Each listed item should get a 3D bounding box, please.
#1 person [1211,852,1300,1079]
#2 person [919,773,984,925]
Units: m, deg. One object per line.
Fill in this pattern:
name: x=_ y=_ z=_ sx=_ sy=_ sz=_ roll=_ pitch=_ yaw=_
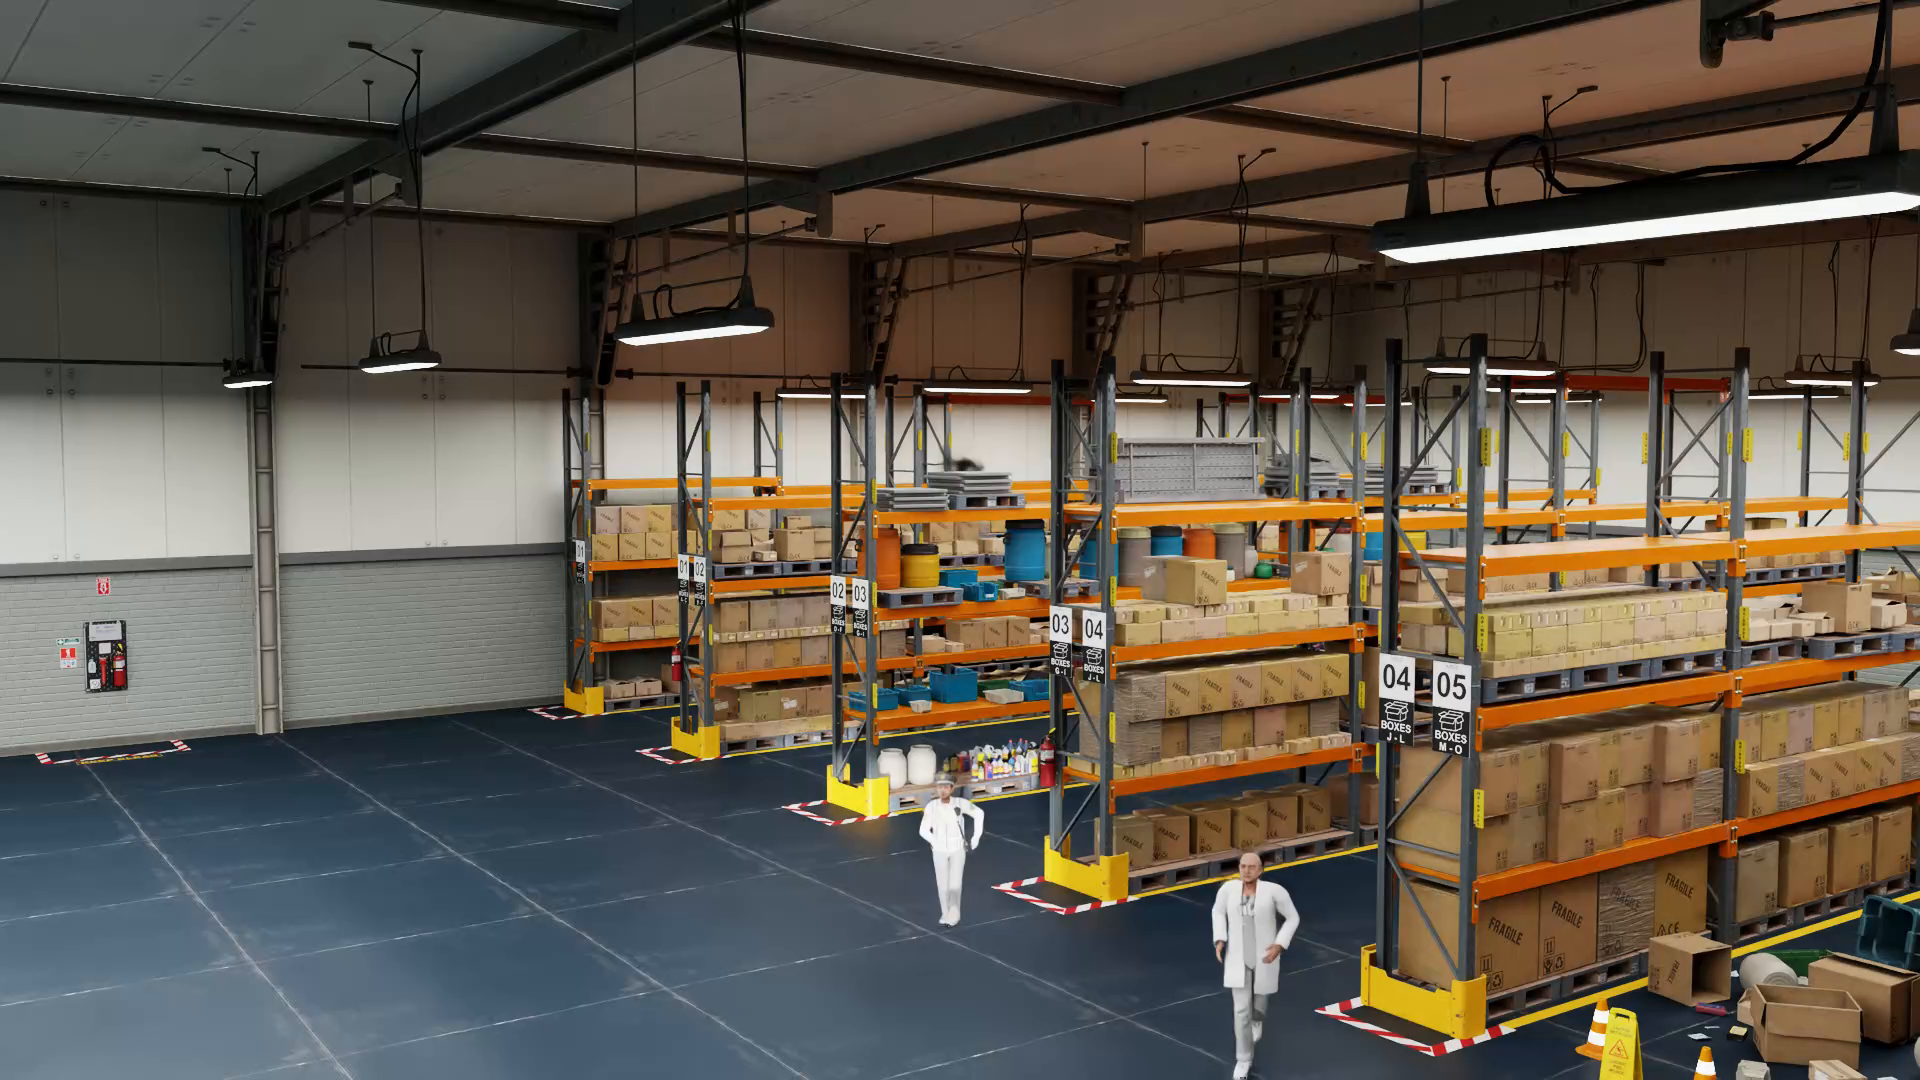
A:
person: x=2.403 y=3.413 z=13.581 sx=0.723 sy=1.786 sz=0.853 roll=1 pitch=4 yaw=19
person: x=-0.098 y=3.217 z=17.185 sx=0.628 sy=1.642 sz=0.762 roll=1 pitch=4 yaw=10
